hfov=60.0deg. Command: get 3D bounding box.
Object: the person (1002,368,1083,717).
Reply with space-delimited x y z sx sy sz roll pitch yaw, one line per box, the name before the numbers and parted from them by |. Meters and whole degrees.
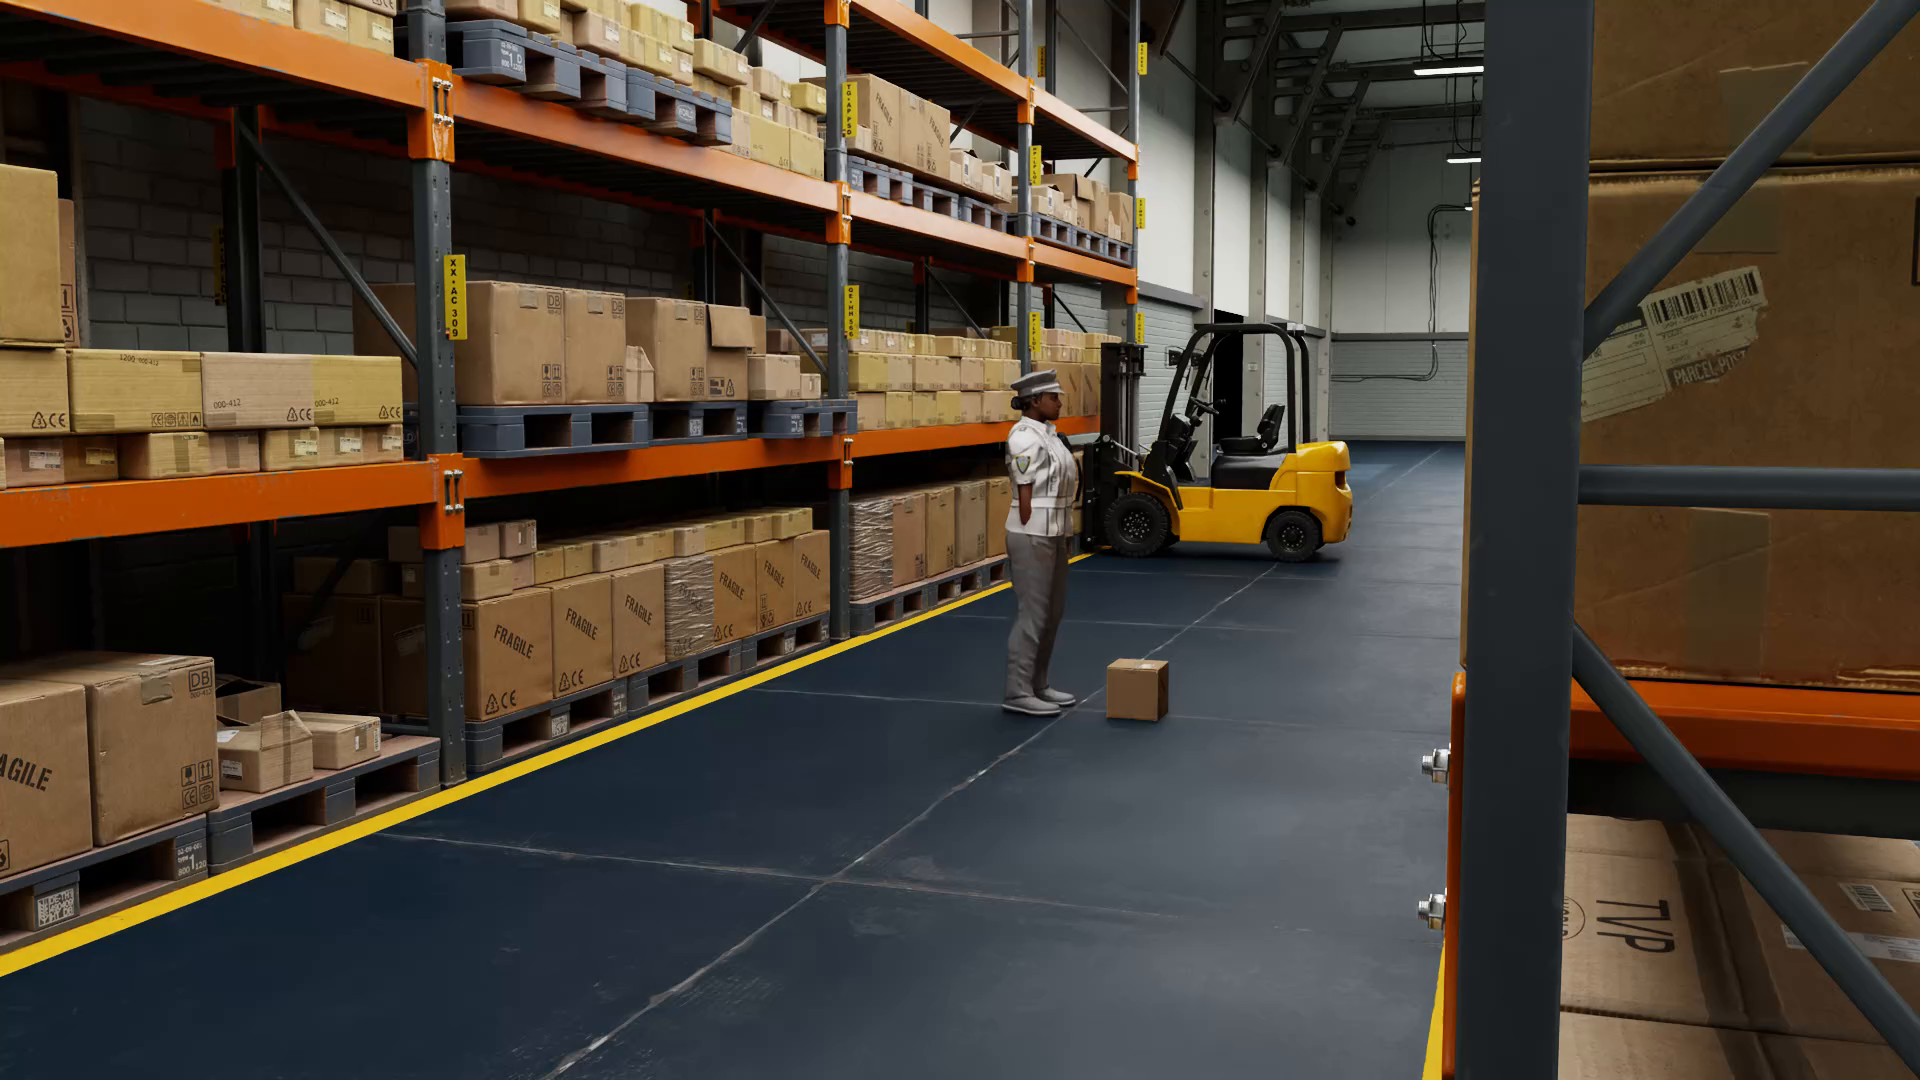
person | 0.403 0.000 8.160 0.338 1.683 0.435 2 6 21
